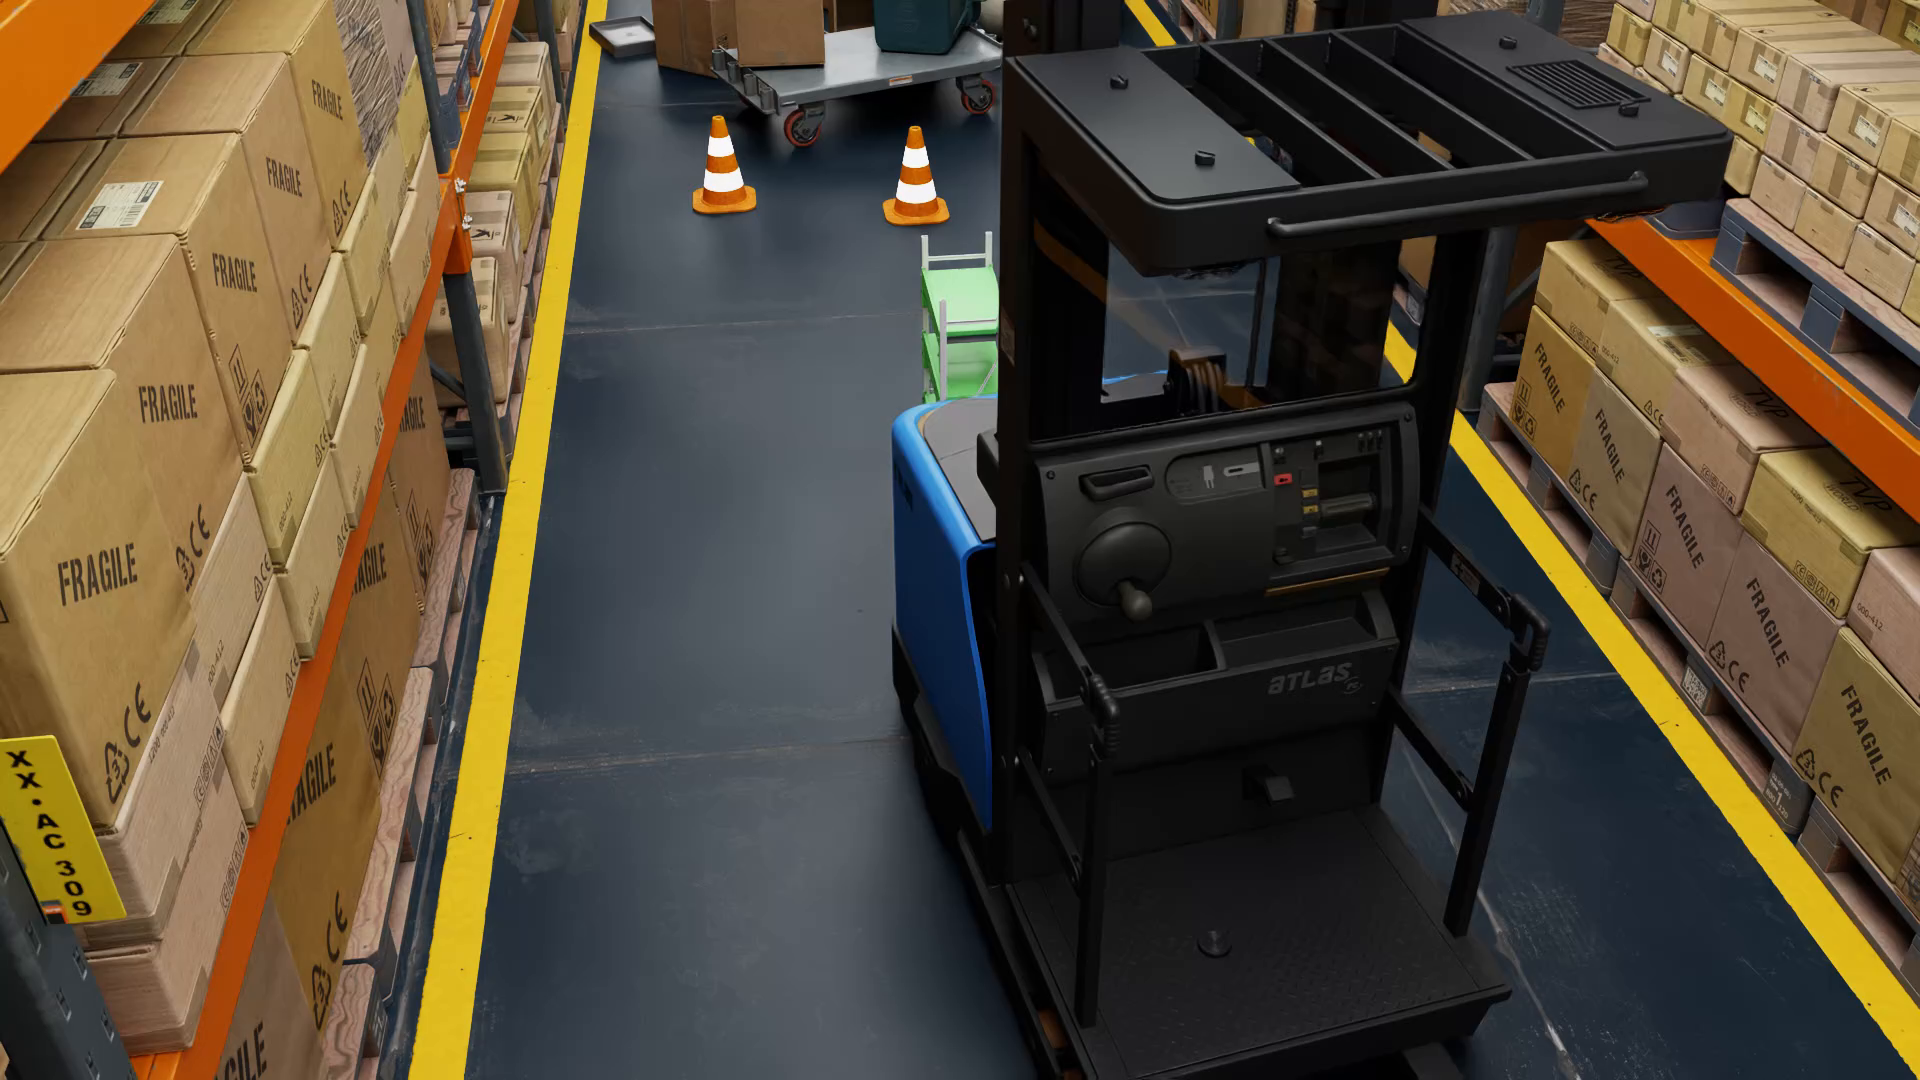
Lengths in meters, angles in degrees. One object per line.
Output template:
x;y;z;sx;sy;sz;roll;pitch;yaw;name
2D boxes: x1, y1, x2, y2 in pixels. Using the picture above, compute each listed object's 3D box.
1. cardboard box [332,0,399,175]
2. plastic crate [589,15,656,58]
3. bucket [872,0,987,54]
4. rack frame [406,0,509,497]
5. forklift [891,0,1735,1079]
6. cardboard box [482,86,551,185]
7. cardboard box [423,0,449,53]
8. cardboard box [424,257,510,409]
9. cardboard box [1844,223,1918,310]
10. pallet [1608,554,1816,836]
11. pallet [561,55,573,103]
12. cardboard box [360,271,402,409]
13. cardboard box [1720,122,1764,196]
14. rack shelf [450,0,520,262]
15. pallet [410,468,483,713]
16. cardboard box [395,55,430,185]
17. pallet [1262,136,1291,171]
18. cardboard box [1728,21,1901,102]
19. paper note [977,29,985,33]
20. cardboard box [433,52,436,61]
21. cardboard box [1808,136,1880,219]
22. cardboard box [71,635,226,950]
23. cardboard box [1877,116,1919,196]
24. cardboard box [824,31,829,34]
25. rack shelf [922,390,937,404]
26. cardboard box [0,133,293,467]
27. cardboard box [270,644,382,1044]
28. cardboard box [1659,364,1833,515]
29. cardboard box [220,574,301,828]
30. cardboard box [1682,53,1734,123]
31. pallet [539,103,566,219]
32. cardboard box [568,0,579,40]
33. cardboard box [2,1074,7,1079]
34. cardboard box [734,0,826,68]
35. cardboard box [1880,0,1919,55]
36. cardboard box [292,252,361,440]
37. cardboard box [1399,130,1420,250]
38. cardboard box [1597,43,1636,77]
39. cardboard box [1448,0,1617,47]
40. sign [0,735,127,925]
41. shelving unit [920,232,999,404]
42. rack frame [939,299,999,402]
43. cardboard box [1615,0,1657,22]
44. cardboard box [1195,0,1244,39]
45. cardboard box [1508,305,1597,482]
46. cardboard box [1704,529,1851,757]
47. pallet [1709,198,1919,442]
-1.873;-1.313;4.537;0.500;0.500;0.500;-4;34;-6;cardboard box
-2.216;-3.377;11.135;0.402;0.080;0.583;-16;38;-23;plastic crate
-0.228;-3.253;9.917;0.726;0.611;0.620;7;45;10;bucket
-2.279;-1.413;5.660;1.000;3.000;0.127;-4;35;-6;rack frame
0.692;0.000;3.647;1.130;2.935;3.031;-10;35;-14;forklift
-2.644;-2.040;8.540;0.950;0.372;0.625;-2;34;-3;cardboard box
-2.110;-2.020;5.824;0.500;0.500;0.500;-5;35;-8;cardboard box
-2.345;-0.817;6.746;0.950;0.372;0.625;-7;35;-10;cardboard box
2.686;-0.764;4.558;0.380;0.149;0.250;-5;35;-8;cardboard box
2.877;0.423;5.442;1.003;0.211;1.213;-4;35;-6;pallet
-2.942;-2.865;10.267;1.003;0.211;1.213;-4;35;-6;pallet
-1.818;-0.523;4.487;0.500;0.250;0.500;-5;35;-7;cardboard box
2.583;-1.199;5.195;0.380;0.149;0.250;-3;34;-4;cardboard box
-2.548;-2.232;7.501;1.077;0.370;4.000;-4;35;-6;rack shelf
-2.248;0.185;5.792;1.003;0.211;1.213;-4;35;-6;pallet
-1.962;-1.307;5.193;0.500;0.250;0.500;-4;35;-7;cardboard box
2.253;-2.500;9.730;1.003;0.211;1.213;-4;35;-6;pallet
2.585;-1.453;5.040;0.380;0.149;0.250;-6;35;-8;cardboard box
0.078;-3.466;11.315;0.172;0.023;0.155;7;35;10;paper note
-2.143;-1.839;6.135;0.380;0.149;0.250;-6;35;-9;cardboard box
2.653;-1.034;4.689;0.380;0.149;0.250;-5;35;-7;cardboard box
-1.521;0.407;2.678;0.500;0.250;0.500;-5;35;-8;cardboard box
2.691;-1.015;4.397;0.380;0.149;0.250;-5;35;-7;cardboard box
-0.800;-3.133;10.611;0.396;0.266;0.258;27;43;34;cardboard box
0.022;-0.351;5.813;0.258;0.148;0.480;-4;35;-6;rack shelf
-1.676;-0.465;3.292;0.500;0.500;0.500;-5;35;-8;cardboard box
-2.033;0.680;4.103;0.875;0.875;0.875;-3;34;-5;cardboard box
2.587;-0.332;5.254;0.500;0.250;0.500;-4;34;-6;cardboard box
-1.610;0.327;3.240;0.500;0.250;0.500;-5;35;-8;cardboard box
2.556;-1.452;5.304;0.380;0.149;0.250;-5;35;-8;cardboard box
-2.711;-2.059;9.084;1.003;0.211;1.213;-4;35;-6;pallet
-2.712;-3.329;10.541;0.500;0.250;0.500;-3;34;-4;cardboard box
-1.426;1.017;2.005;0.500;0.500;0.500;-4;34;-6;cardboard box
-1.057;-3.077;9.649;0.500;0.500;0.500;-4;35;-6;cardboard box
3.199;-1.635;5.307;0.380;0.149;0.250;-3;34;-5;cardboard box
-1.730;-0.447;3.932;0.500;0.250;0.500;-5;35;-8;cardboard box
2.499;-1.923;8.033;1.050;0.750;0.750;-4;34;-6;cardboard box
2.473;-1.649;5.857;0.380;0.149;0.250;-5;35;-7;cardboard box
2.286;-2.117;6.604;0.500;0.500;0.500;-4;35;-6;cardboard box
-1.191;0.385;2.182;0.100;0.325;0.005;-4;35;-6;sign
0.022;-0.403;5.777;0.258;1.200;0.503;-4;35;-6;shelving unit
0.055;-0.267;5.577;0.240;1.200;0.015;-4;35;-6;rack frame
2.483;-1.885;5.675;0.380;0.149;0.250;-4;35;-6;cardboard box
2.059;-3.729;10.571;0.875;0.875;0.875;-4;34;-6;cardboard box
2.455;-0.571;6.271;0.500;0.500;0.500;-6;35;-8;cardboard box
2.668;0.280;5.022;0.500;0.500;0.500;-5;35;-7;cardboard box
2.919;-0.664;4.731;1.003;0.211;1.213;-4;35;-6;pallet
